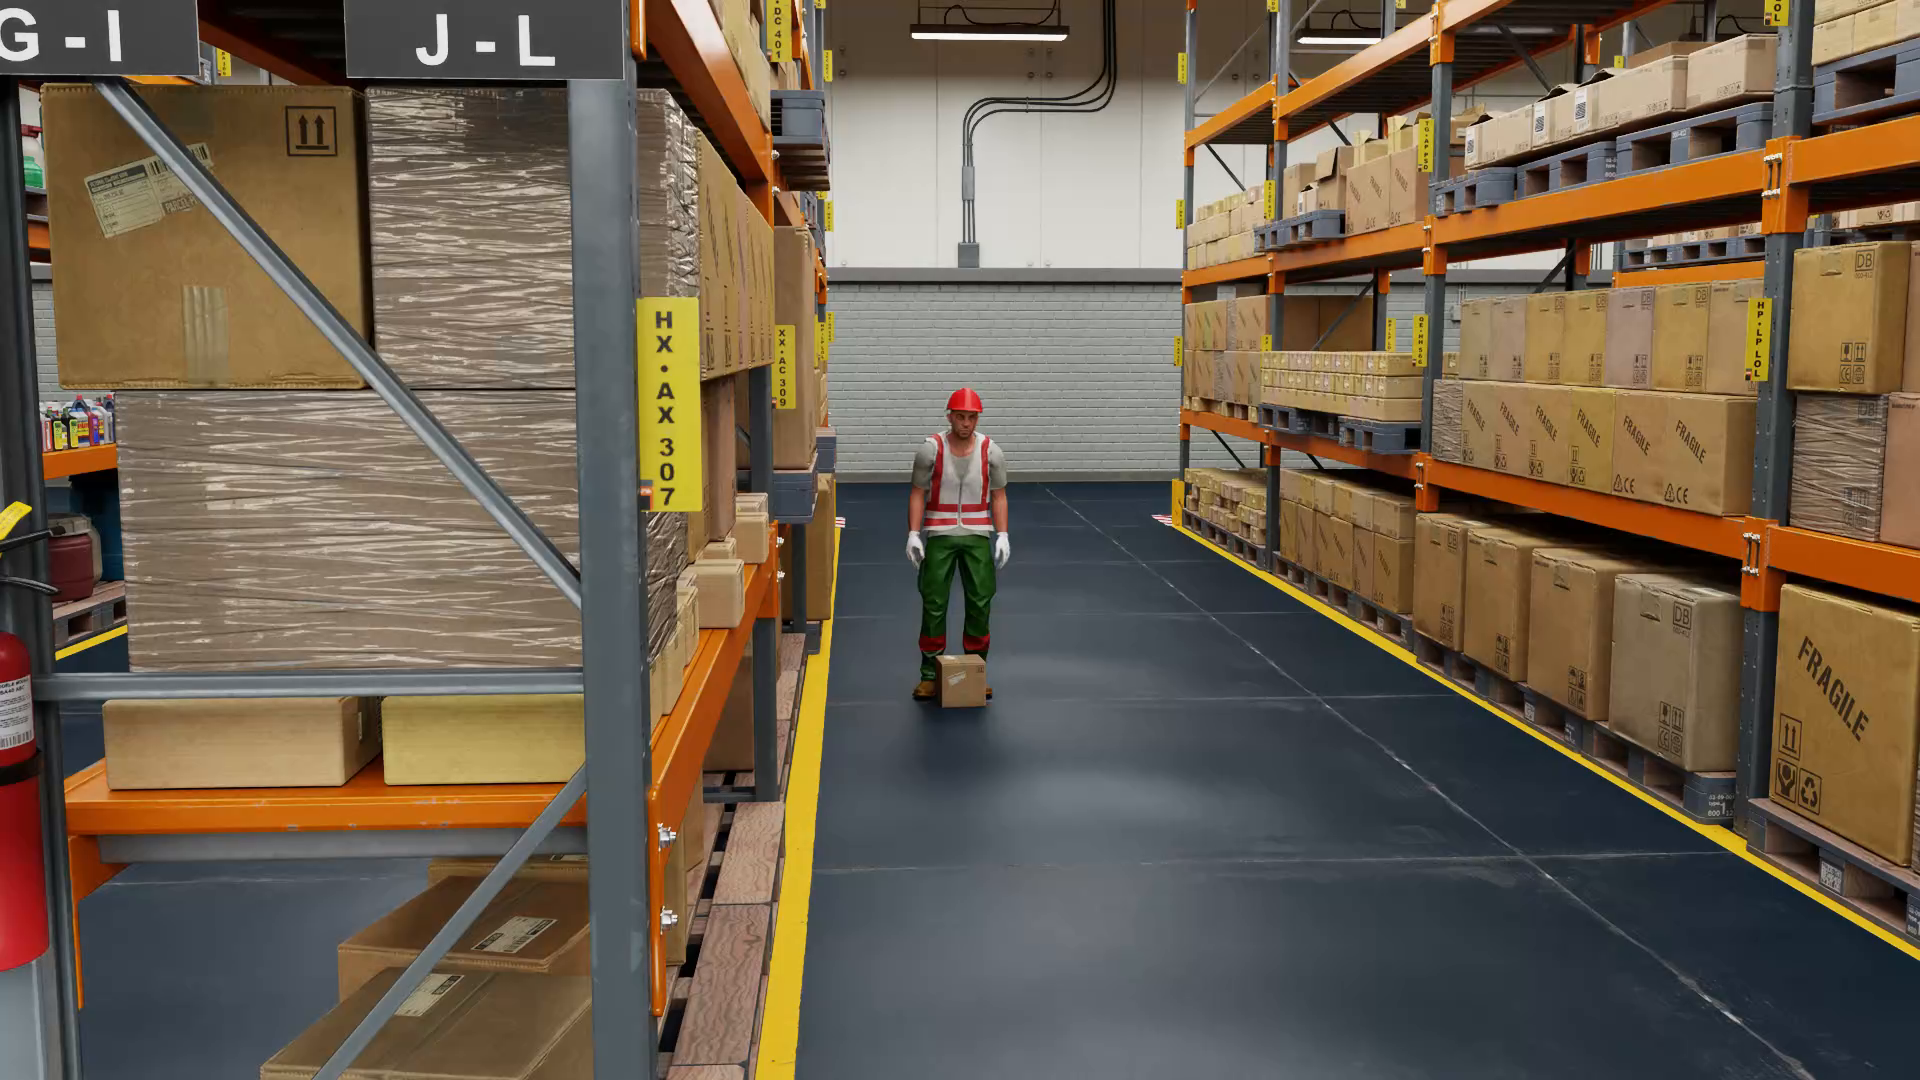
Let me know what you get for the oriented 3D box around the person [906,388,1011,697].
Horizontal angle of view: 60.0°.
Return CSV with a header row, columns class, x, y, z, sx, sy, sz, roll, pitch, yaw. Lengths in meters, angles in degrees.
class,x,y,z,sx,sy,sz,roll,pitch,yaw
person,-0.011,0.013,9.569,0.611,1.778,0.450,-1,7,-6
